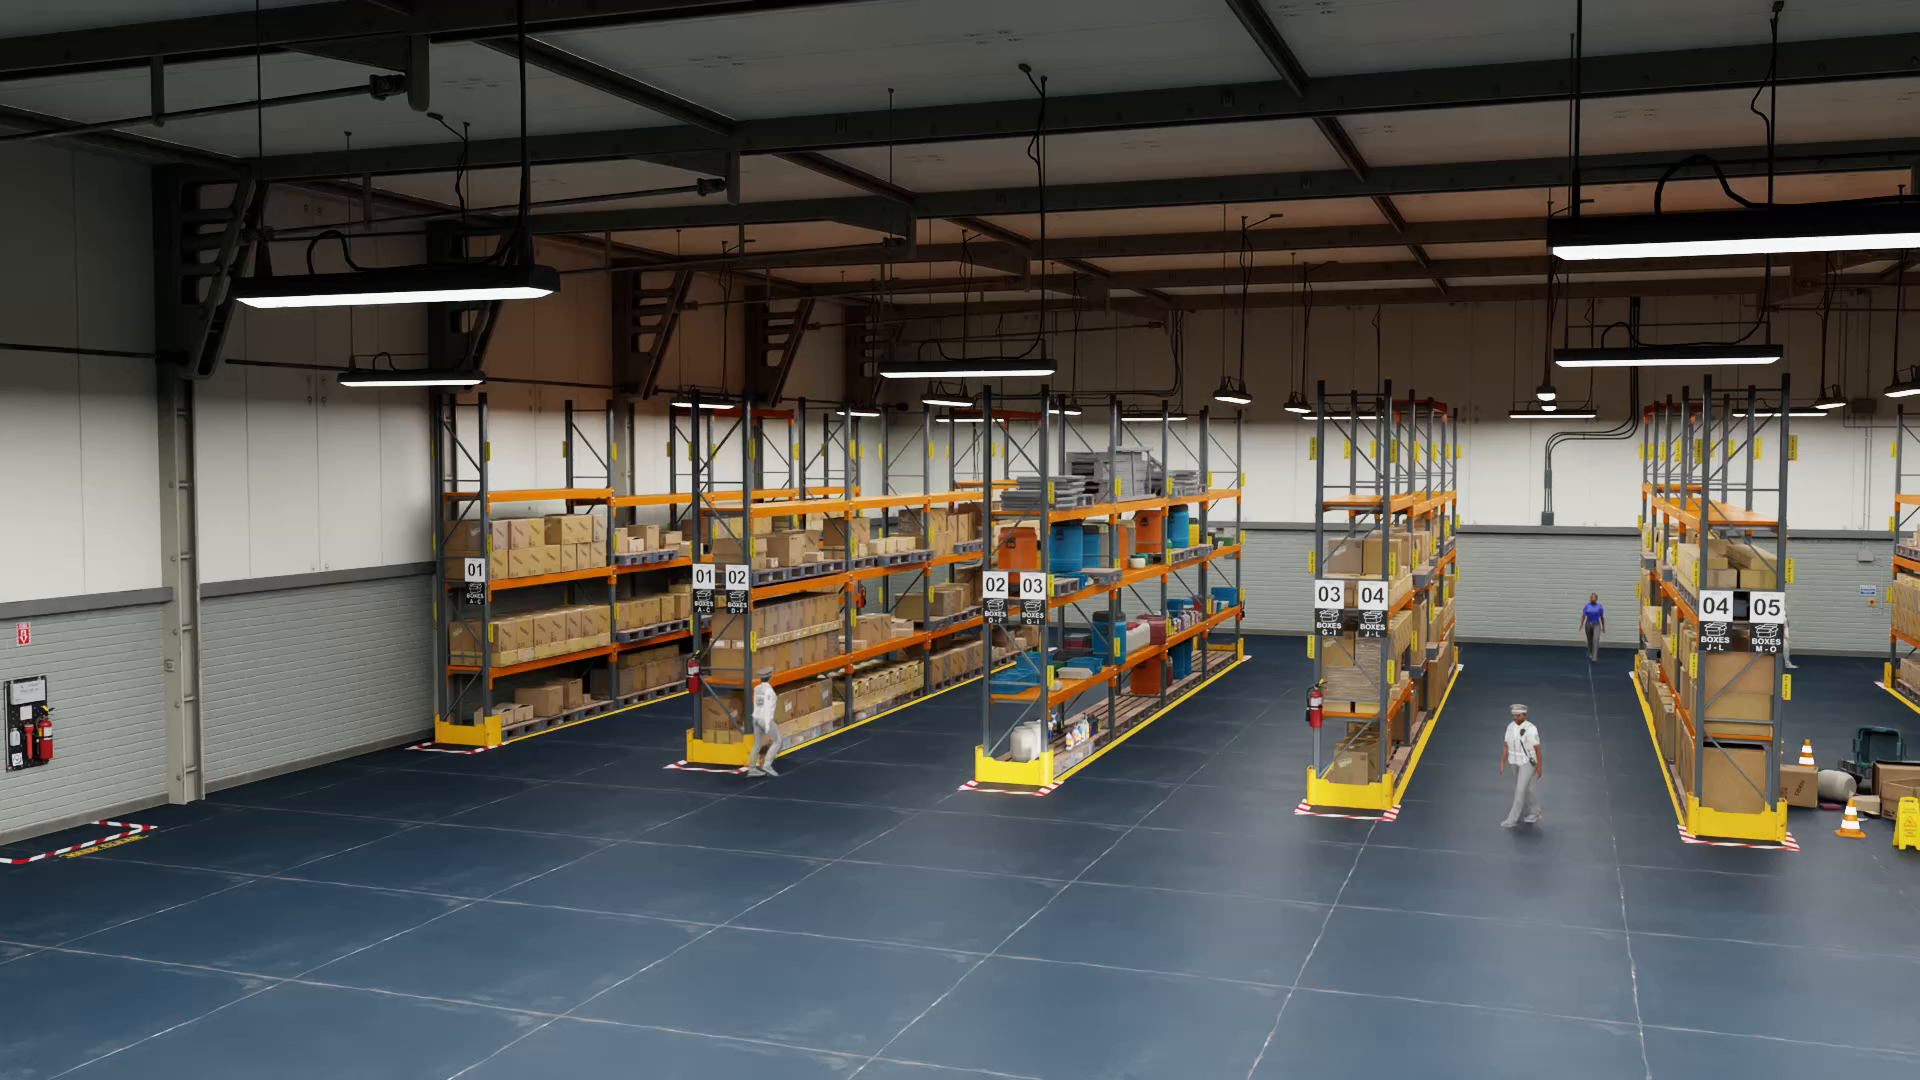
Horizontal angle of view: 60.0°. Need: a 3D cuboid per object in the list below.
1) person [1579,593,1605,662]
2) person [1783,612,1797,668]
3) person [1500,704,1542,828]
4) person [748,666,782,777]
[{"bbox_3d":[15.081,2.067,39.666,0.552,1.598,0.998,1,3,26],"label":"person"},{"bbox_3d":[18.981,2.164,38.541,0.473,1.547,0.968,-2,3,-27],"label":"person"},{"bbox_3d":[7.430,2.988,22.125,0.987,1.622,0.475,-2,4,-30],"label":"person"},{"bbox_3d":[-3.034,2.797,25.600,0.497,1.684,0.522,-2,4,-36],"label":"person"}]
